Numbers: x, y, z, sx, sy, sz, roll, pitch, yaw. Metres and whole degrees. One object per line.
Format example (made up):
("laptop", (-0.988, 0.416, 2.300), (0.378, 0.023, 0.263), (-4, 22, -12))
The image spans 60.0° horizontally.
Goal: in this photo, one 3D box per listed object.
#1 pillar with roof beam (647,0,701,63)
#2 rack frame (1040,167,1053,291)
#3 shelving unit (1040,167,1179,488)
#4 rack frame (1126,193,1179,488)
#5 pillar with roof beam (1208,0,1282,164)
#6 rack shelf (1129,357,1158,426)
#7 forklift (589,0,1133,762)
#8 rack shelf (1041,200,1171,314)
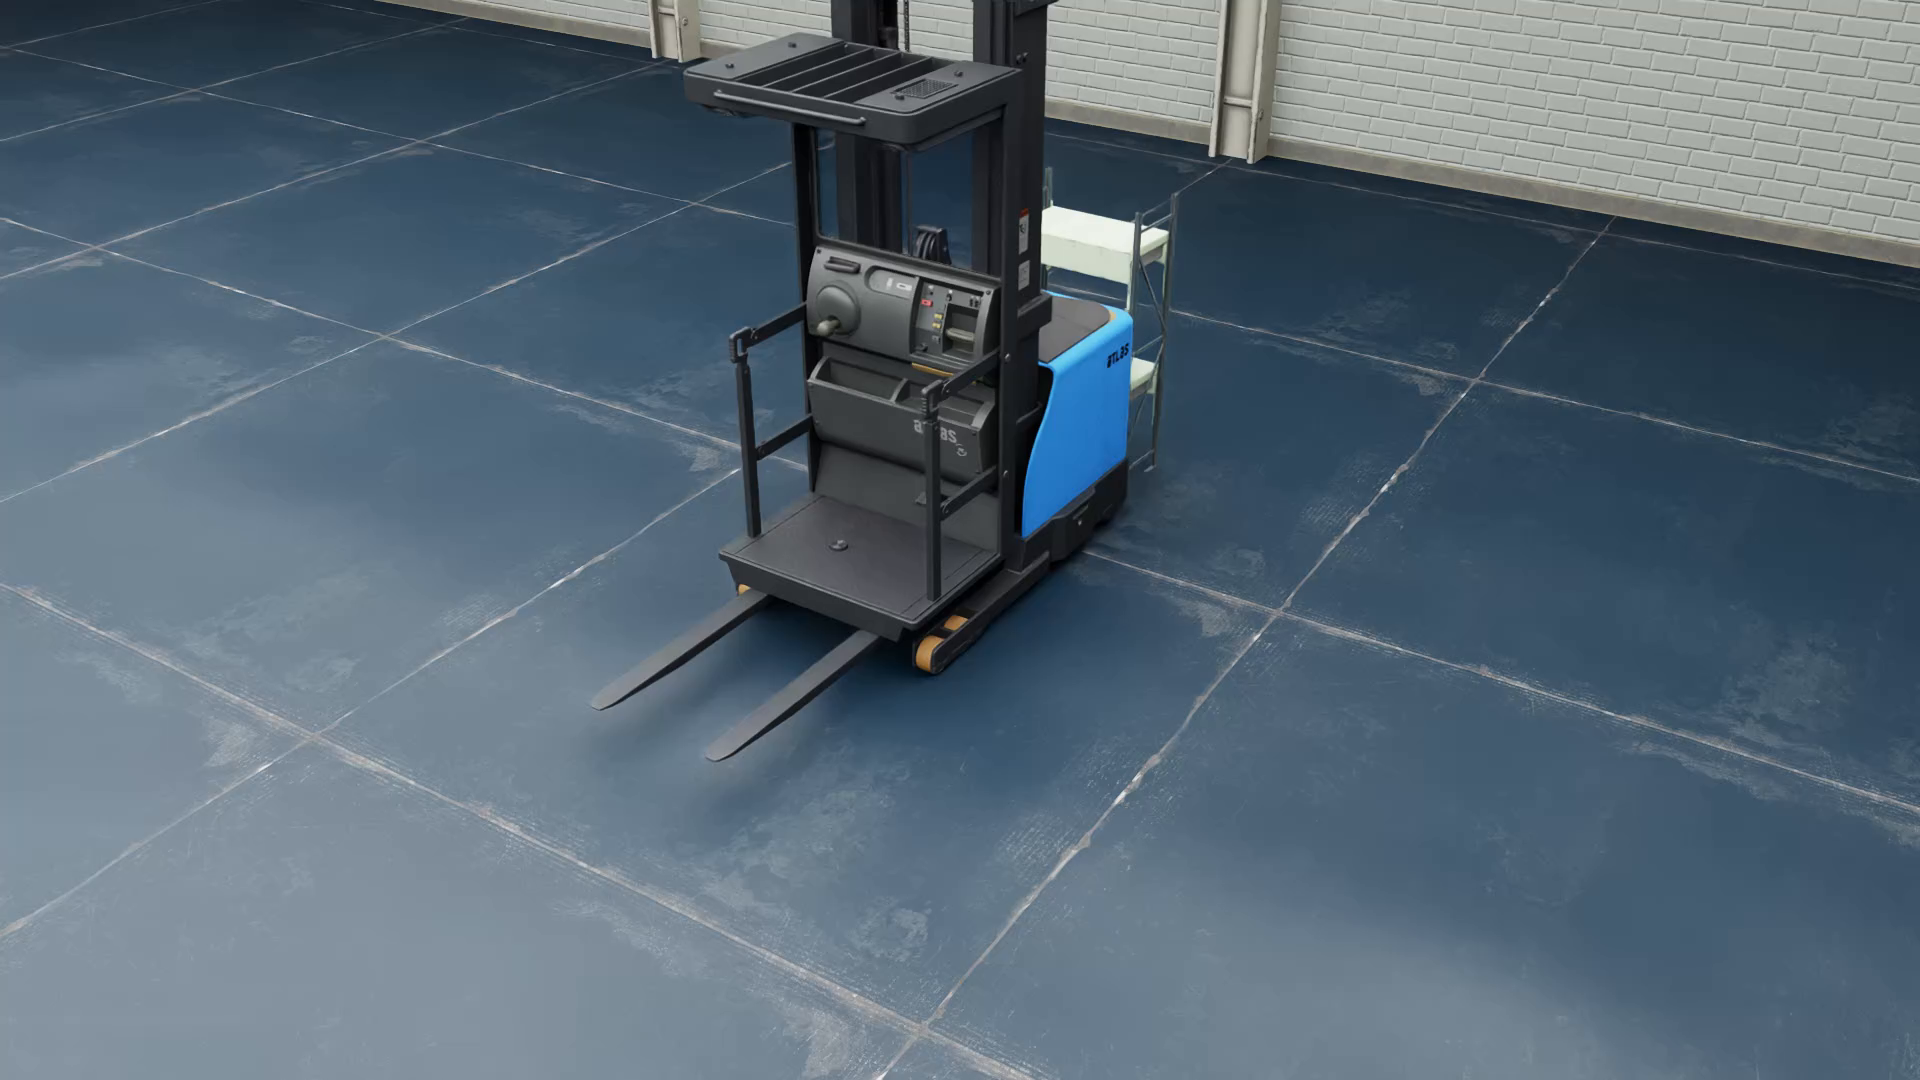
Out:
("pillar with roof beam", (-5.082, -6.825, 11.019), (0.400, 9.000, 9.100), (18, 35, 27))
("rack frame", (0.342, -1.186, 8.781), (0.023, 1.500, 0.400), (19, 34, 29))
("shelving unit", (0.644, -1.081, 8.601), (0.755, 1.500, 0.431), (19, 34, 29))
("rack frame", (0.945, -0.976, 8.422), (0.023, 1.500, 0.400), (19, 34, 29))
("pillar with roof beam", (0.000, -5.218, 8.264), (0.400, 9.000, 9.100), (18, 35, 27))
("rack shelf", (0.638, -0.795, 8.759), (0.720, 0.370, 0.431), (19, 34, 29))
("forklift", (-0.379, -0.955, 6.979), (1.130, 2.935, 3.031), (18, 35, 28))
("rack shelf", (0.650, -1.422, 8.412), (0.720, 0.370, 0.431), (19, 34, 29))
